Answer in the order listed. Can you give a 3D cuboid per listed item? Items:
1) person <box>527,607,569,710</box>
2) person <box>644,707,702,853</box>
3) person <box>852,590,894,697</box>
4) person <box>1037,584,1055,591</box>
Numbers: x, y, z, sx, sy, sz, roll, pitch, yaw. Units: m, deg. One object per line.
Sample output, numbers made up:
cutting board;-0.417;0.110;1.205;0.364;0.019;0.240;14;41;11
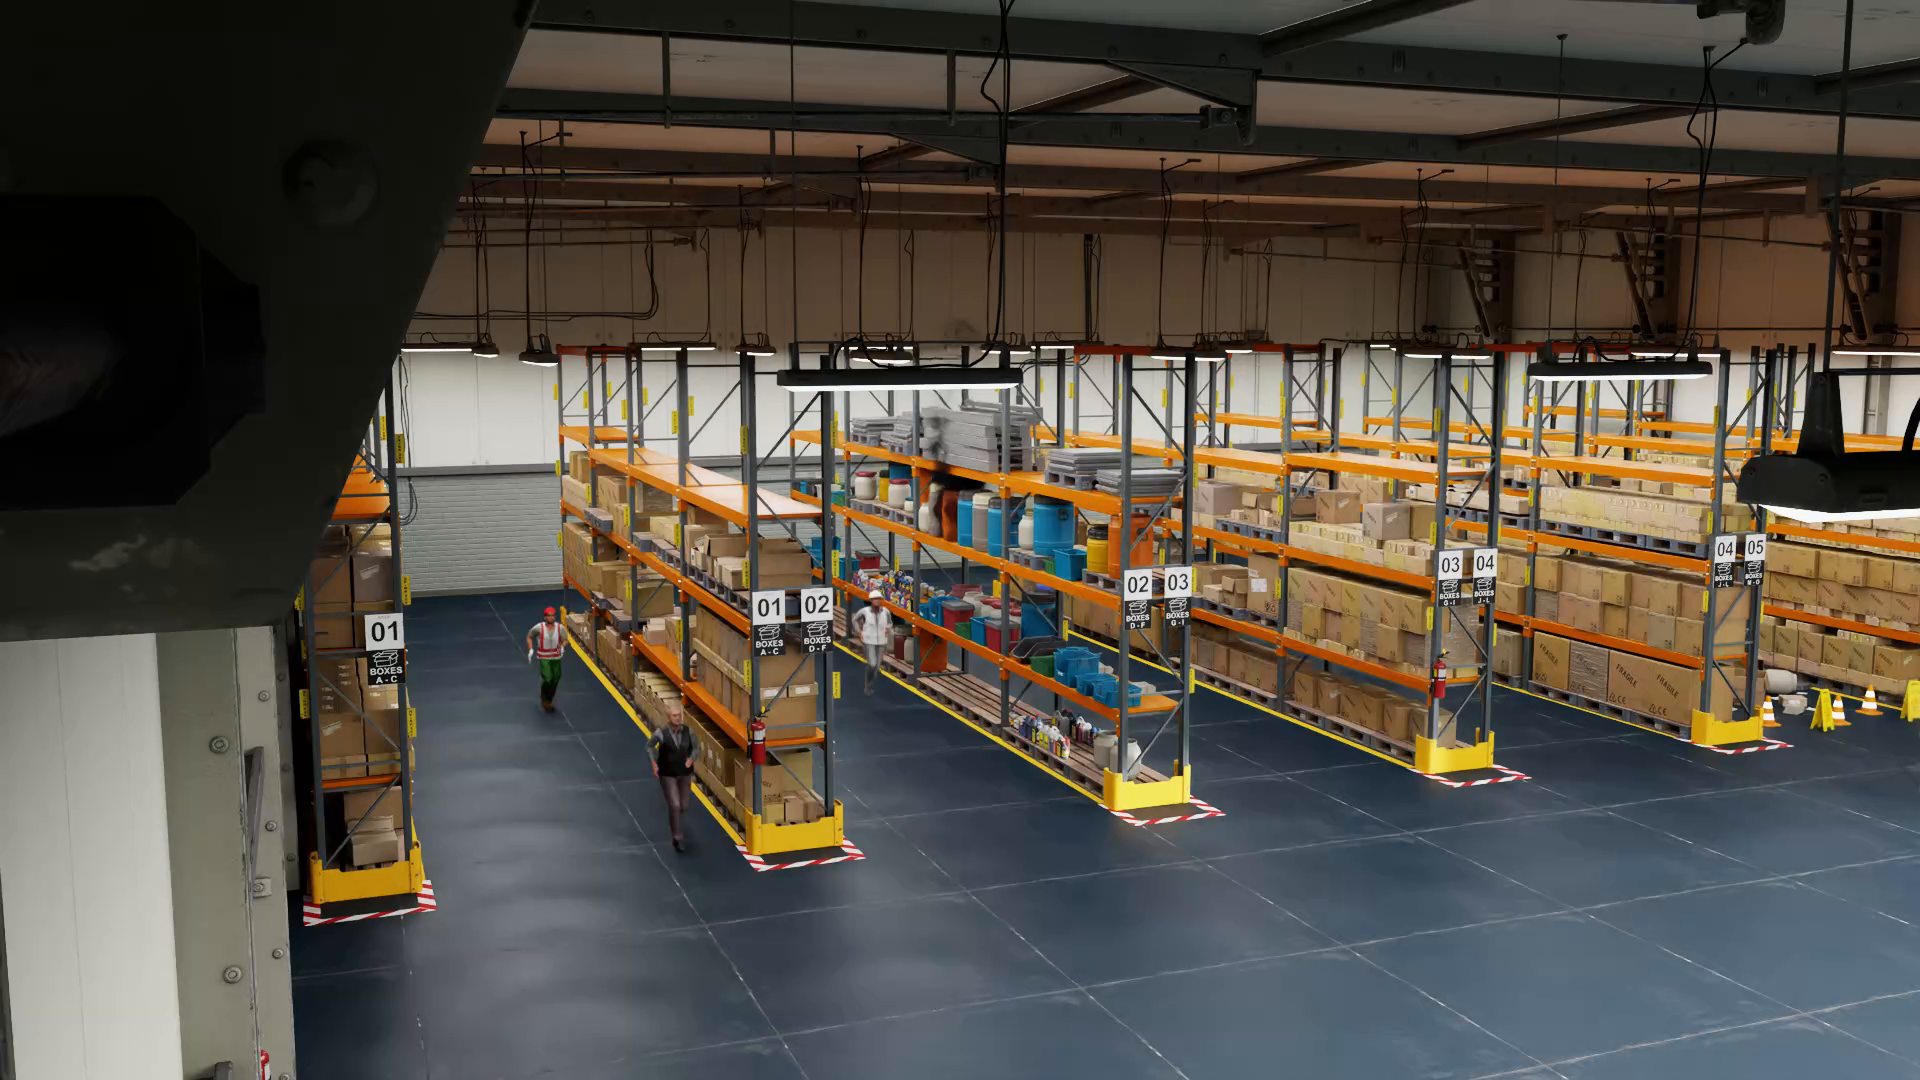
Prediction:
person;-6.775;1.963;27.455;0.655;1.739;0.739;-4;8;-29
person;-3.502;2.891;20.413;0.666;1.726;0.835;-4;8;-27
person;-1.402;1.708;27.401;0.656;1.781;0.671;-3;8;-22
person;1.650;1.368;30.591;0.575;1.680;0.893;-4;8;-28
